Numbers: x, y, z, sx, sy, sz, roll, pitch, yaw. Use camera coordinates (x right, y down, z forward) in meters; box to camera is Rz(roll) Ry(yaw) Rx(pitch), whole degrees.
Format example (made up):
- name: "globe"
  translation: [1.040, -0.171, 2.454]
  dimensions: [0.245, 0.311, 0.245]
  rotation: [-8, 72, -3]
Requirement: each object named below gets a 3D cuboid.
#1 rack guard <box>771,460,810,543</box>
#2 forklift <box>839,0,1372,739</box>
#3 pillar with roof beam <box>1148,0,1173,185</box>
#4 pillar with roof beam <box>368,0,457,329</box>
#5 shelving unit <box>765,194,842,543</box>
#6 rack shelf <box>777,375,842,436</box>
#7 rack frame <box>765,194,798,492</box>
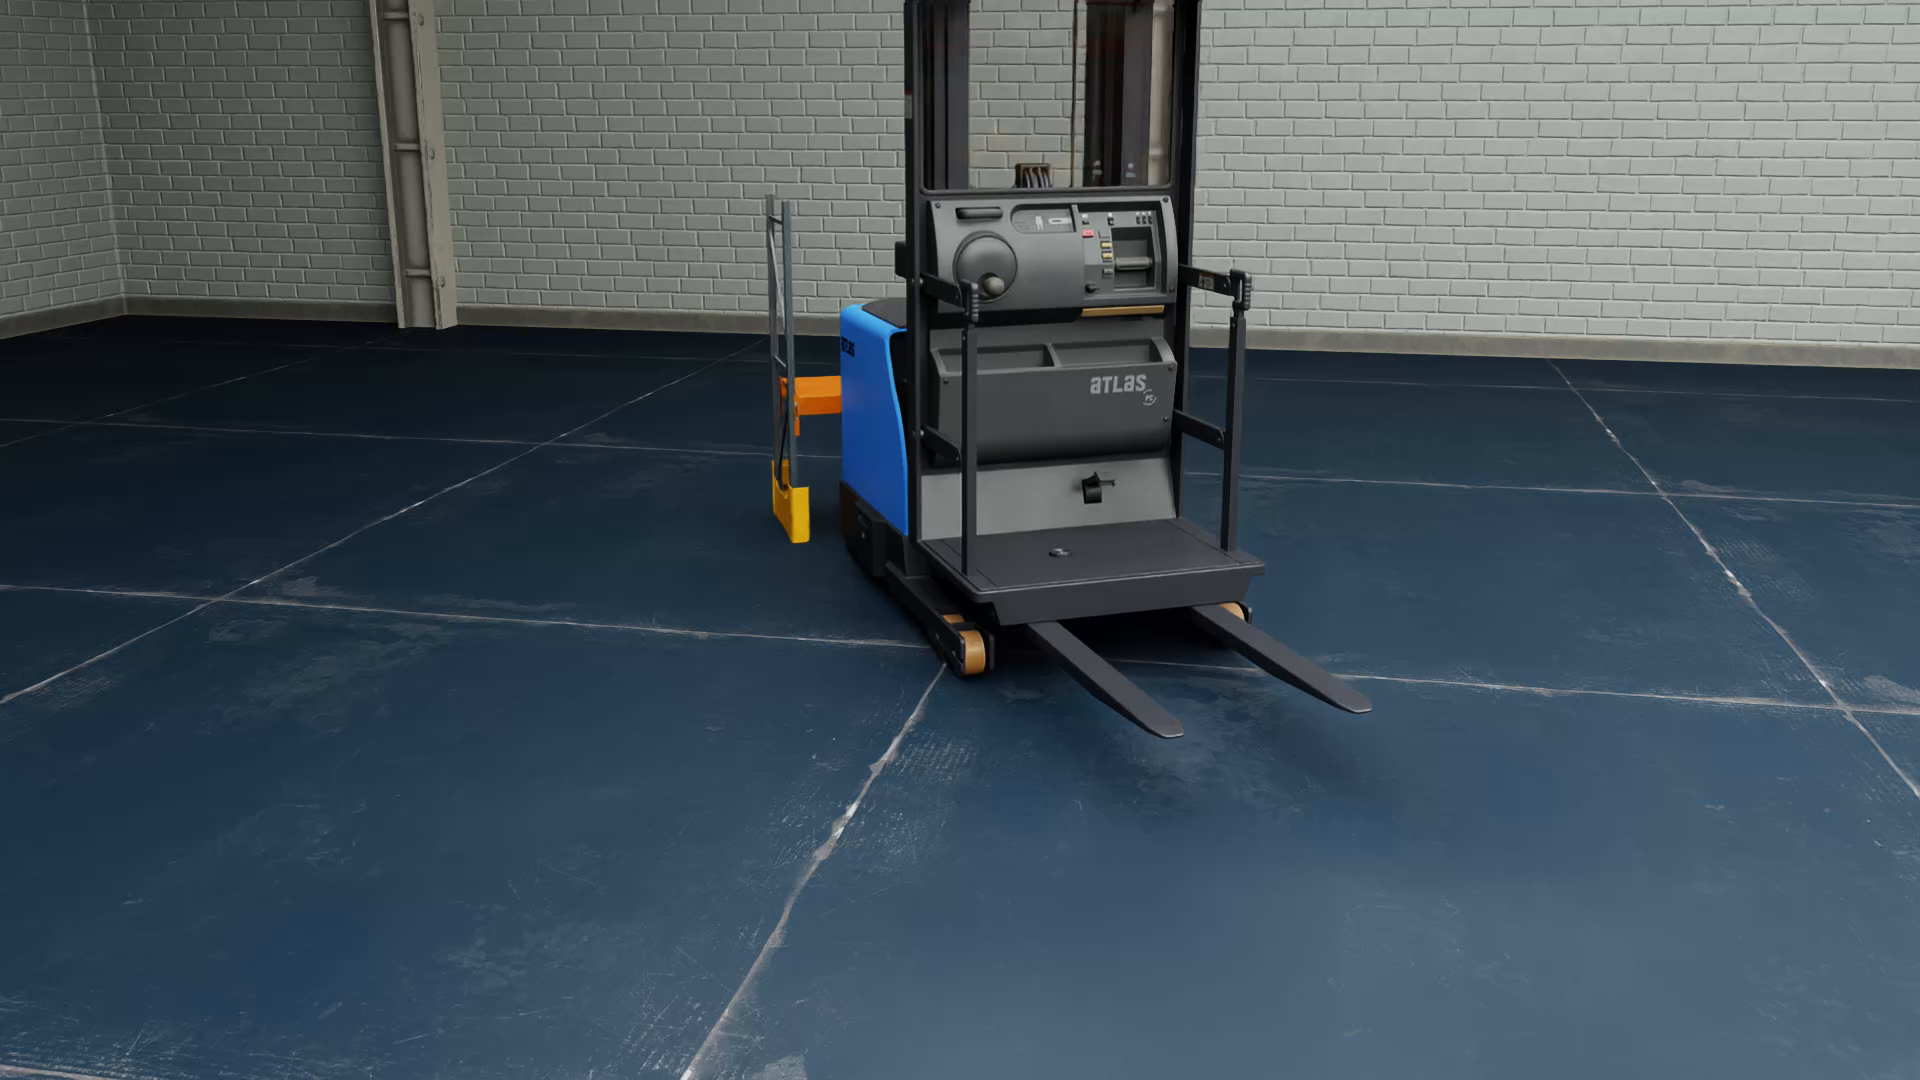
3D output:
- name: "rack guard"
  translation: [-0.786, -0.186, 7.696]
  dimensions: [0.087, 0.250, 0.587]
  rotation: [-4, 16, -14]
- name: "forklift"
  translation: [0.416, -1.056, 5.815]
  dimensions: [1.130, 2.935, 3.031]
  rotation: [-5, 16, -18]
- name: "pillar with roof beam"
  translation: [0.551, -4.692, 7.574]
  dimensions: [0.400, 9.000, 9.100]
  rotation: [3, 16, 11]
- name: "pillar with roof beam"
  translation: [-5.329, -5.011, 8.726]
  dimensions: [0.400, 9.000, 9.100]
  rotation: [3, 16, 11]
- name: "shelving unit"
  translation: [-0.305, -0.823, 7.654]
  dimensions: [1.083, 1.500, 0.587]
  rotation: [-4, 16, -14]
- name: "rack shelf"
  translation: [-0.314, -0.649, 7.700]
  dimensions: [1.000, 0.185, 0.538]
  rotation: [-4, 16, -14]
- name: "rack frame"
  translation: [-0.804, -0.787, 7.525]
  dimensions: [0.032, 1.500, 0.500]
  rotation: [-4, 16, -14]
